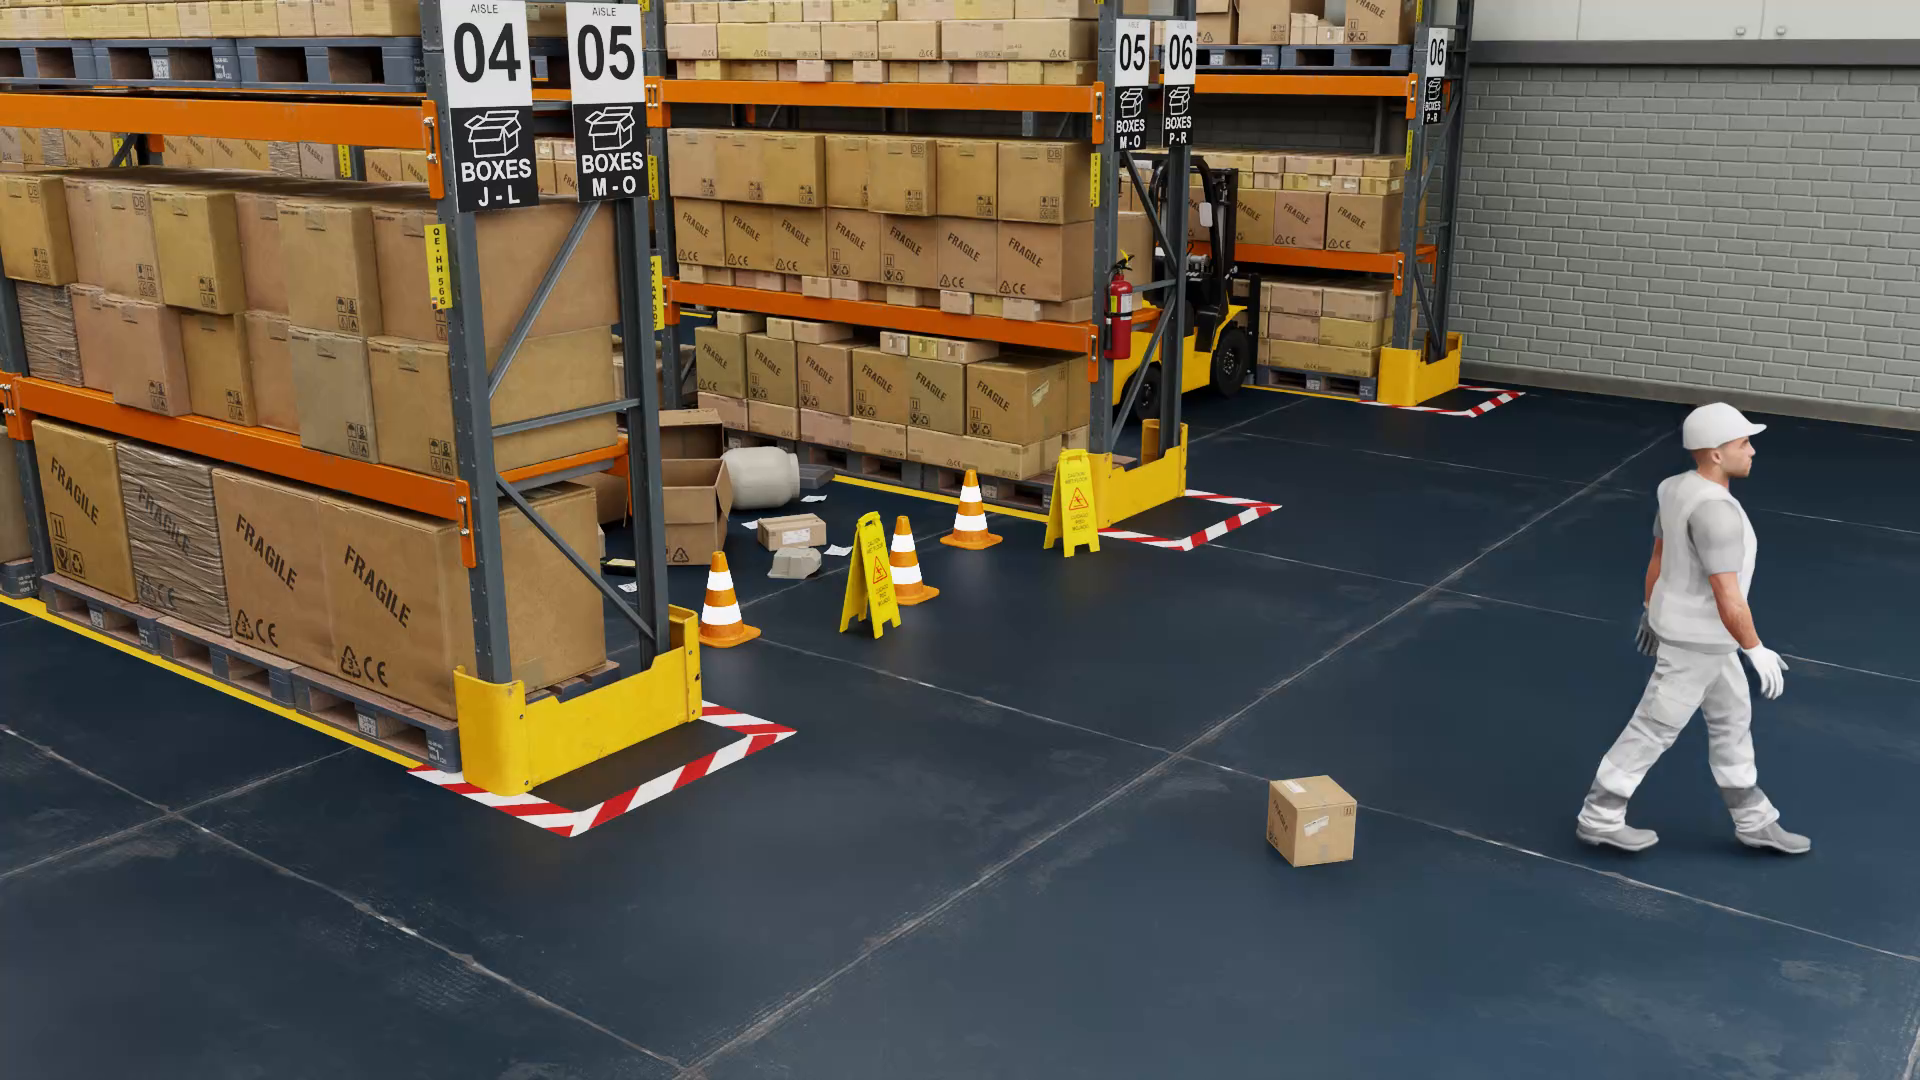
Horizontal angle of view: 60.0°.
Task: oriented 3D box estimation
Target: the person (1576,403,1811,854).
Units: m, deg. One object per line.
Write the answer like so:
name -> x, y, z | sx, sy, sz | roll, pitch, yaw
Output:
person -> 2.847, 0.368, 6.189 | 0.888, 1.768, 0.608 | 4, 17, 13
